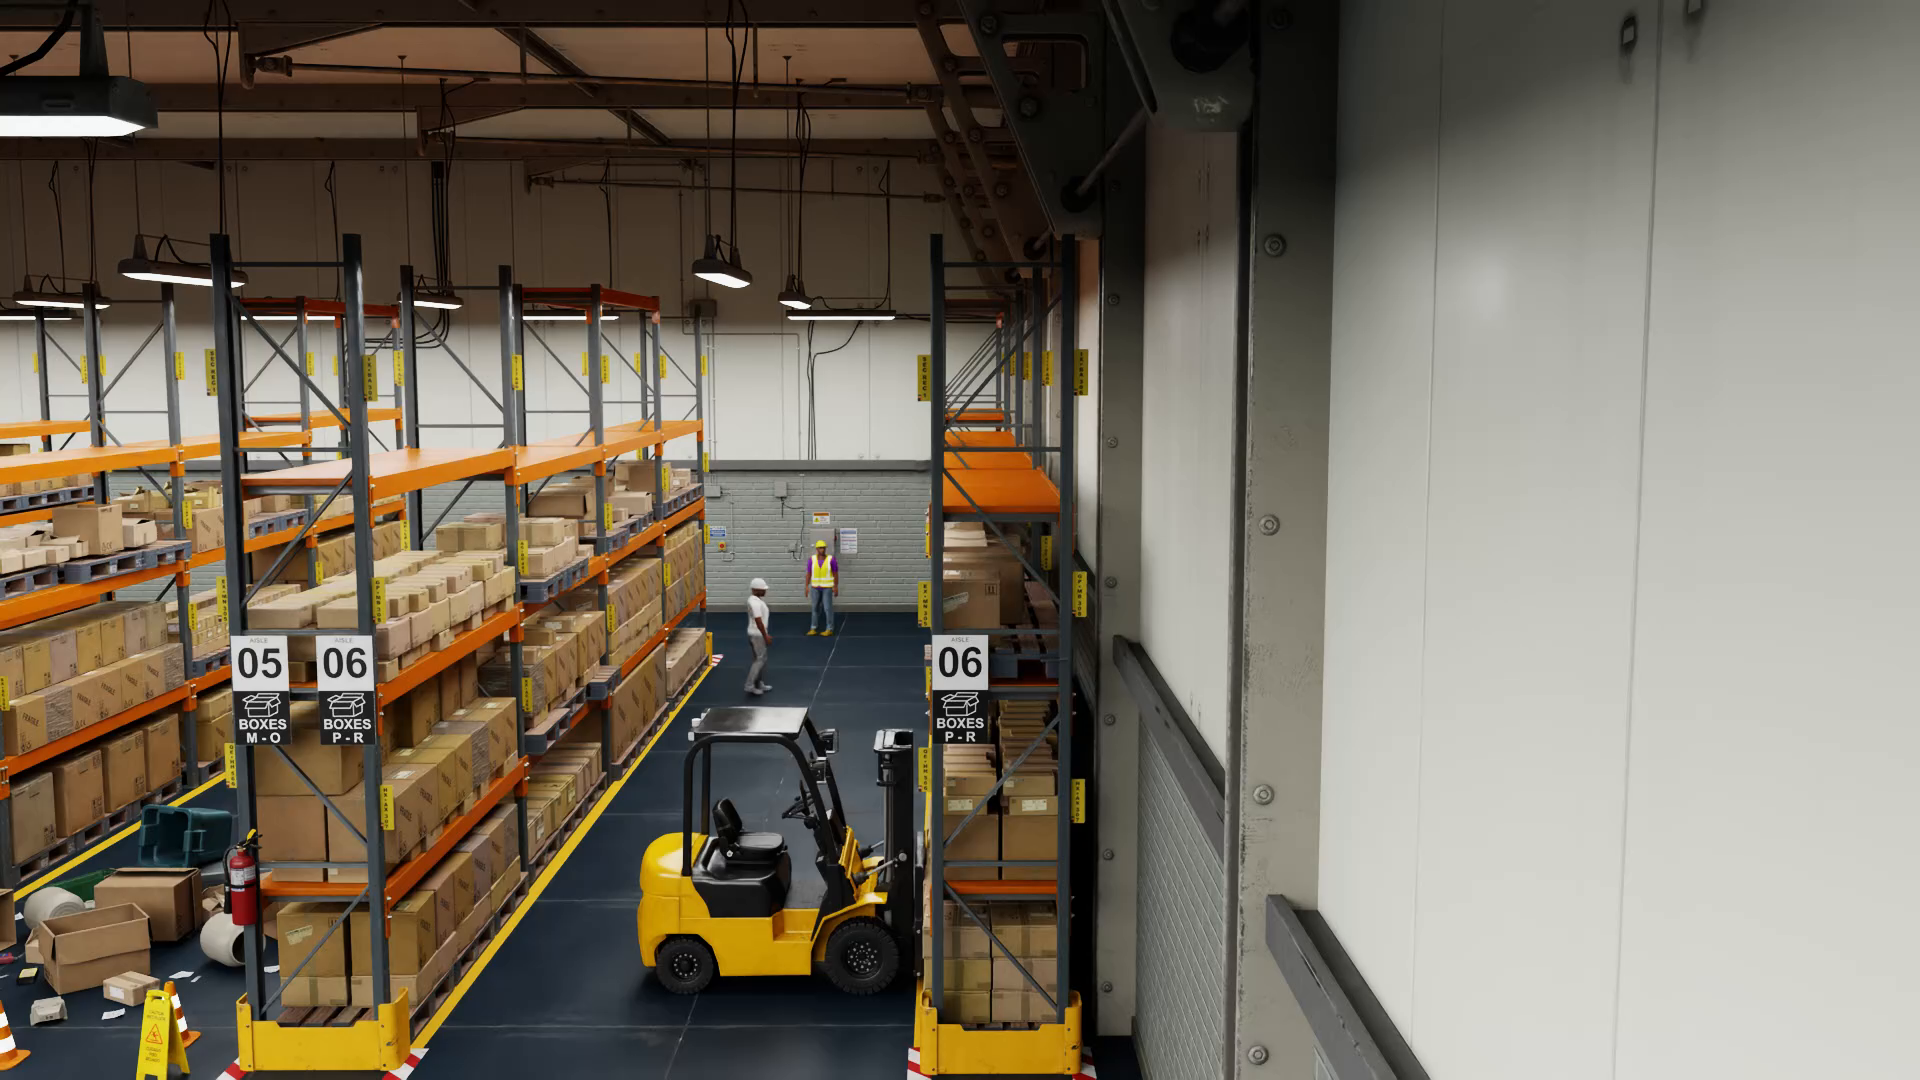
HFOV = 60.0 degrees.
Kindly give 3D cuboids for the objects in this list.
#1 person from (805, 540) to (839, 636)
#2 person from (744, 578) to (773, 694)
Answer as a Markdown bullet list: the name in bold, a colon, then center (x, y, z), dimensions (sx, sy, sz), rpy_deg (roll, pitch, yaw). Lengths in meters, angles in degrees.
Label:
- **person**: center (-2.554, 0.887, 30.798), dimensions (0.607, 1.773, 0.421), rpy_deg (2, 7, 21)
- **person**: center (-3.095, 1.467, 25.461), dimensions (0.451, 1.777, 0.558), rpy_deg (-1, 6, -10)
